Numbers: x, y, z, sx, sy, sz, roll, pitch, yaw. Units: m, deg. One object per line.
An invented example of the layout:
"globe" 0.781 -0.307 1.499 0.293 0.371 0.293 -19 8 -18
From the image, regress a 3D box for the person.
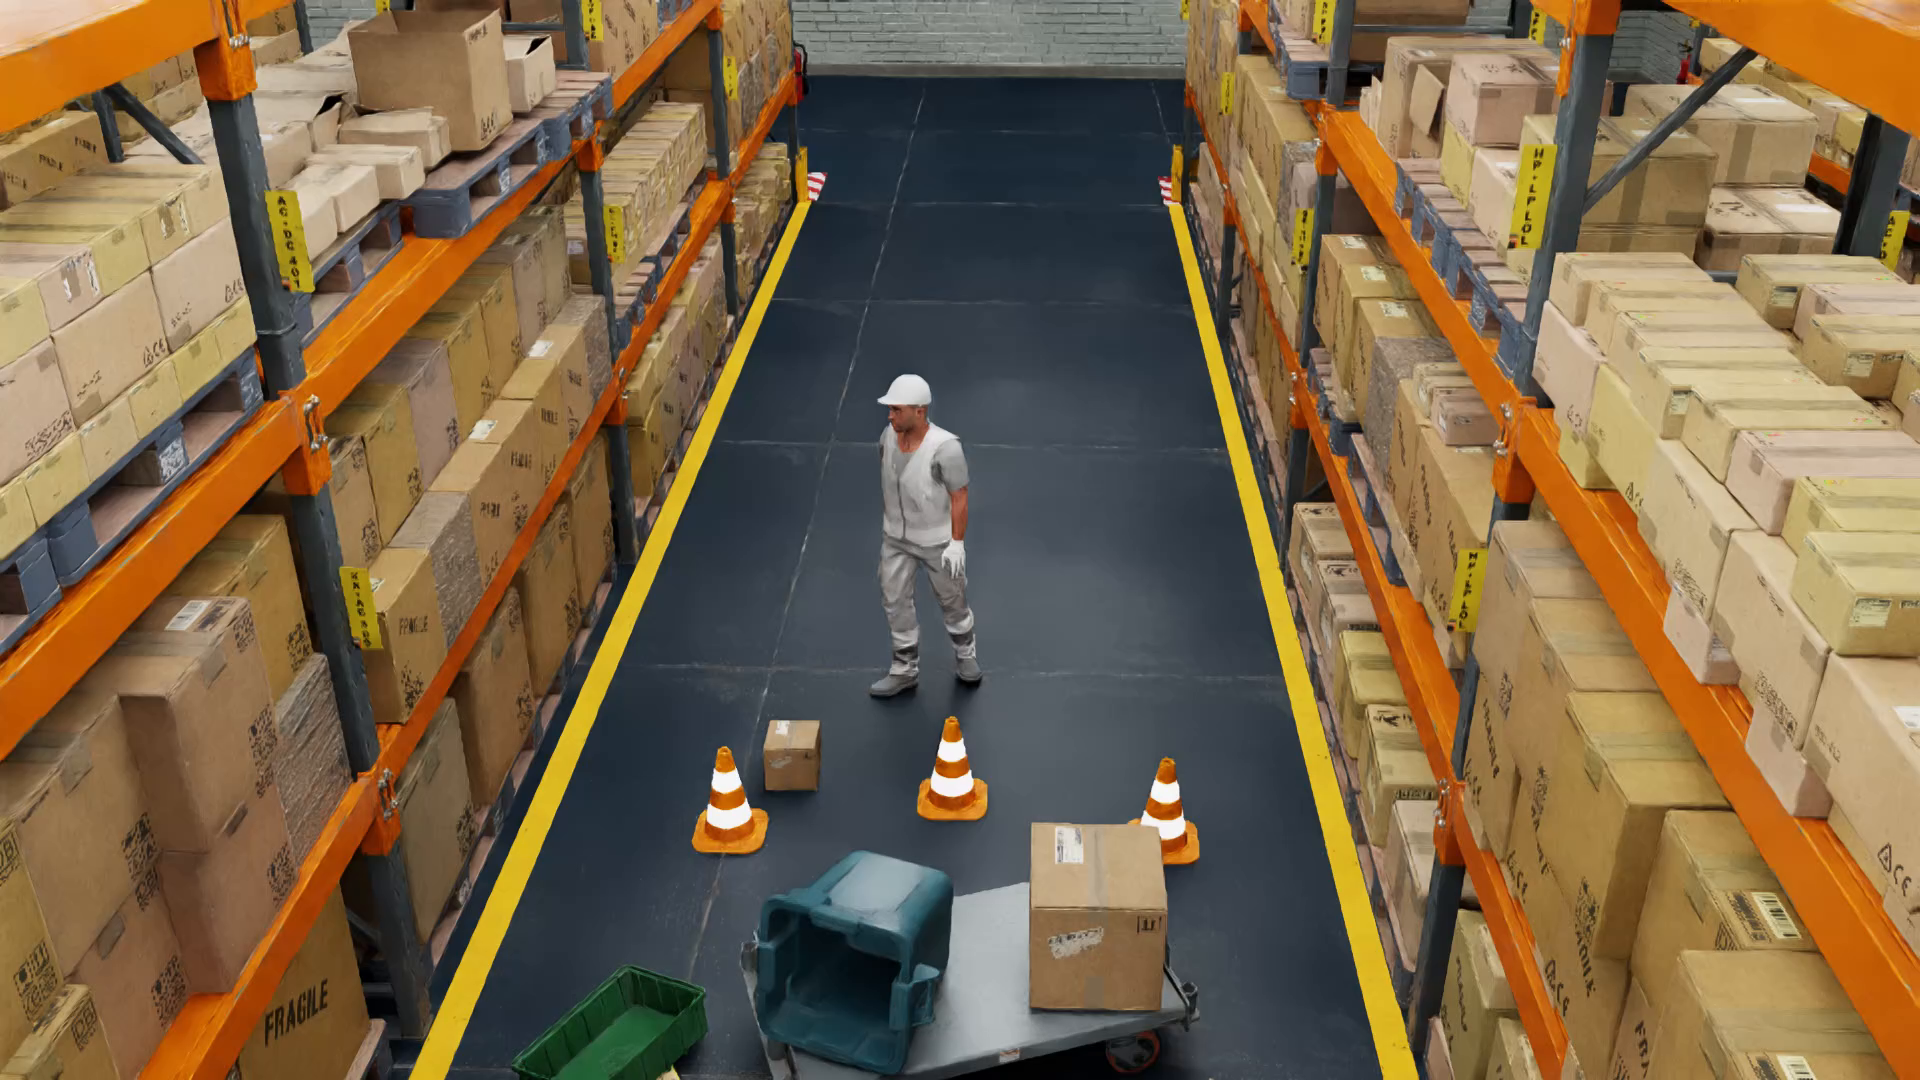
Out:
"person" -0.192 -0.023 8.635 0.581 1.788 0.600 16 32 28
